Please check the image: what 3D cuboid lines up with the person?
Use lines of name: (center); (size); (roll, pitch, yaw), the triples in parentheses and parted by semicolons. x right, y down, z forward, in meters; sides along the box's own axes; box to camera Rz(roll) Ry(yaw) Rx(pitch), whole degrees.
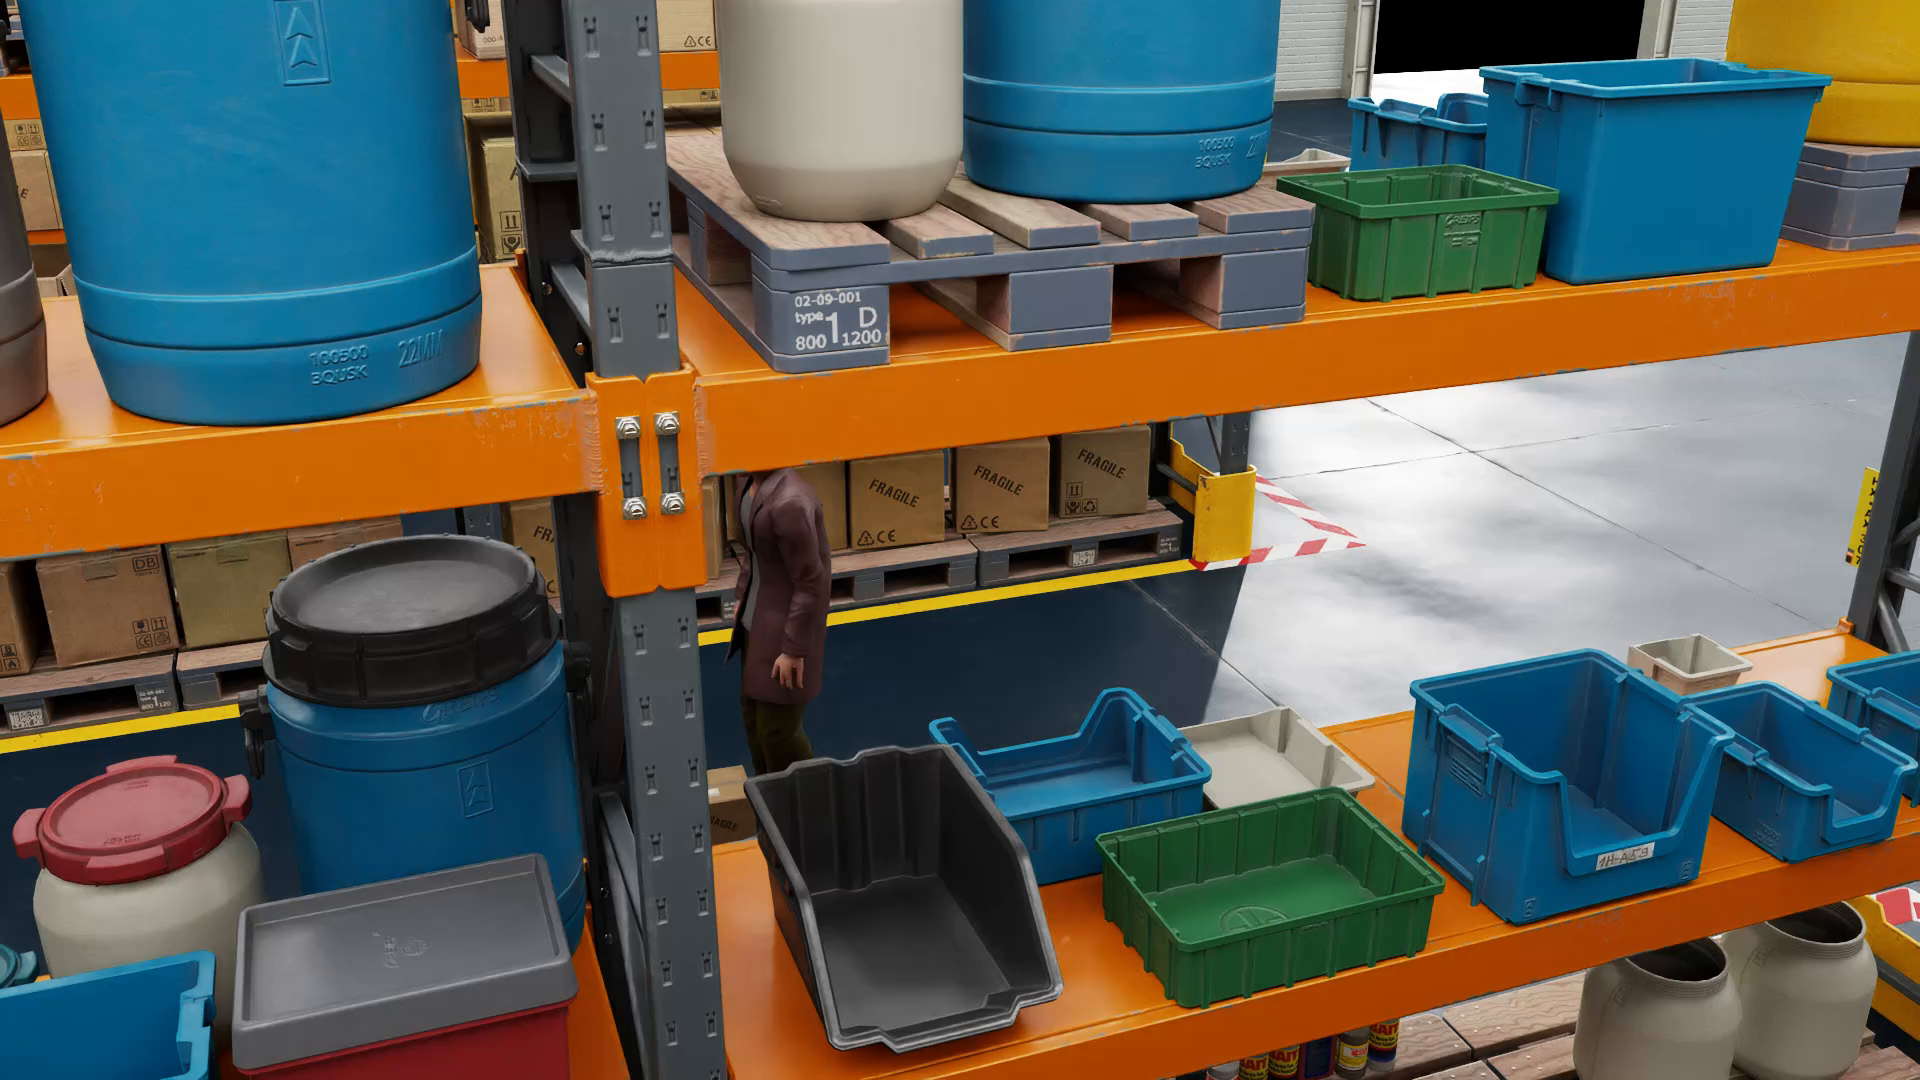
person: (-0.707, 0.331, 6.303); (0.429, 1.772, 0.646); (-10, 24, -22)
